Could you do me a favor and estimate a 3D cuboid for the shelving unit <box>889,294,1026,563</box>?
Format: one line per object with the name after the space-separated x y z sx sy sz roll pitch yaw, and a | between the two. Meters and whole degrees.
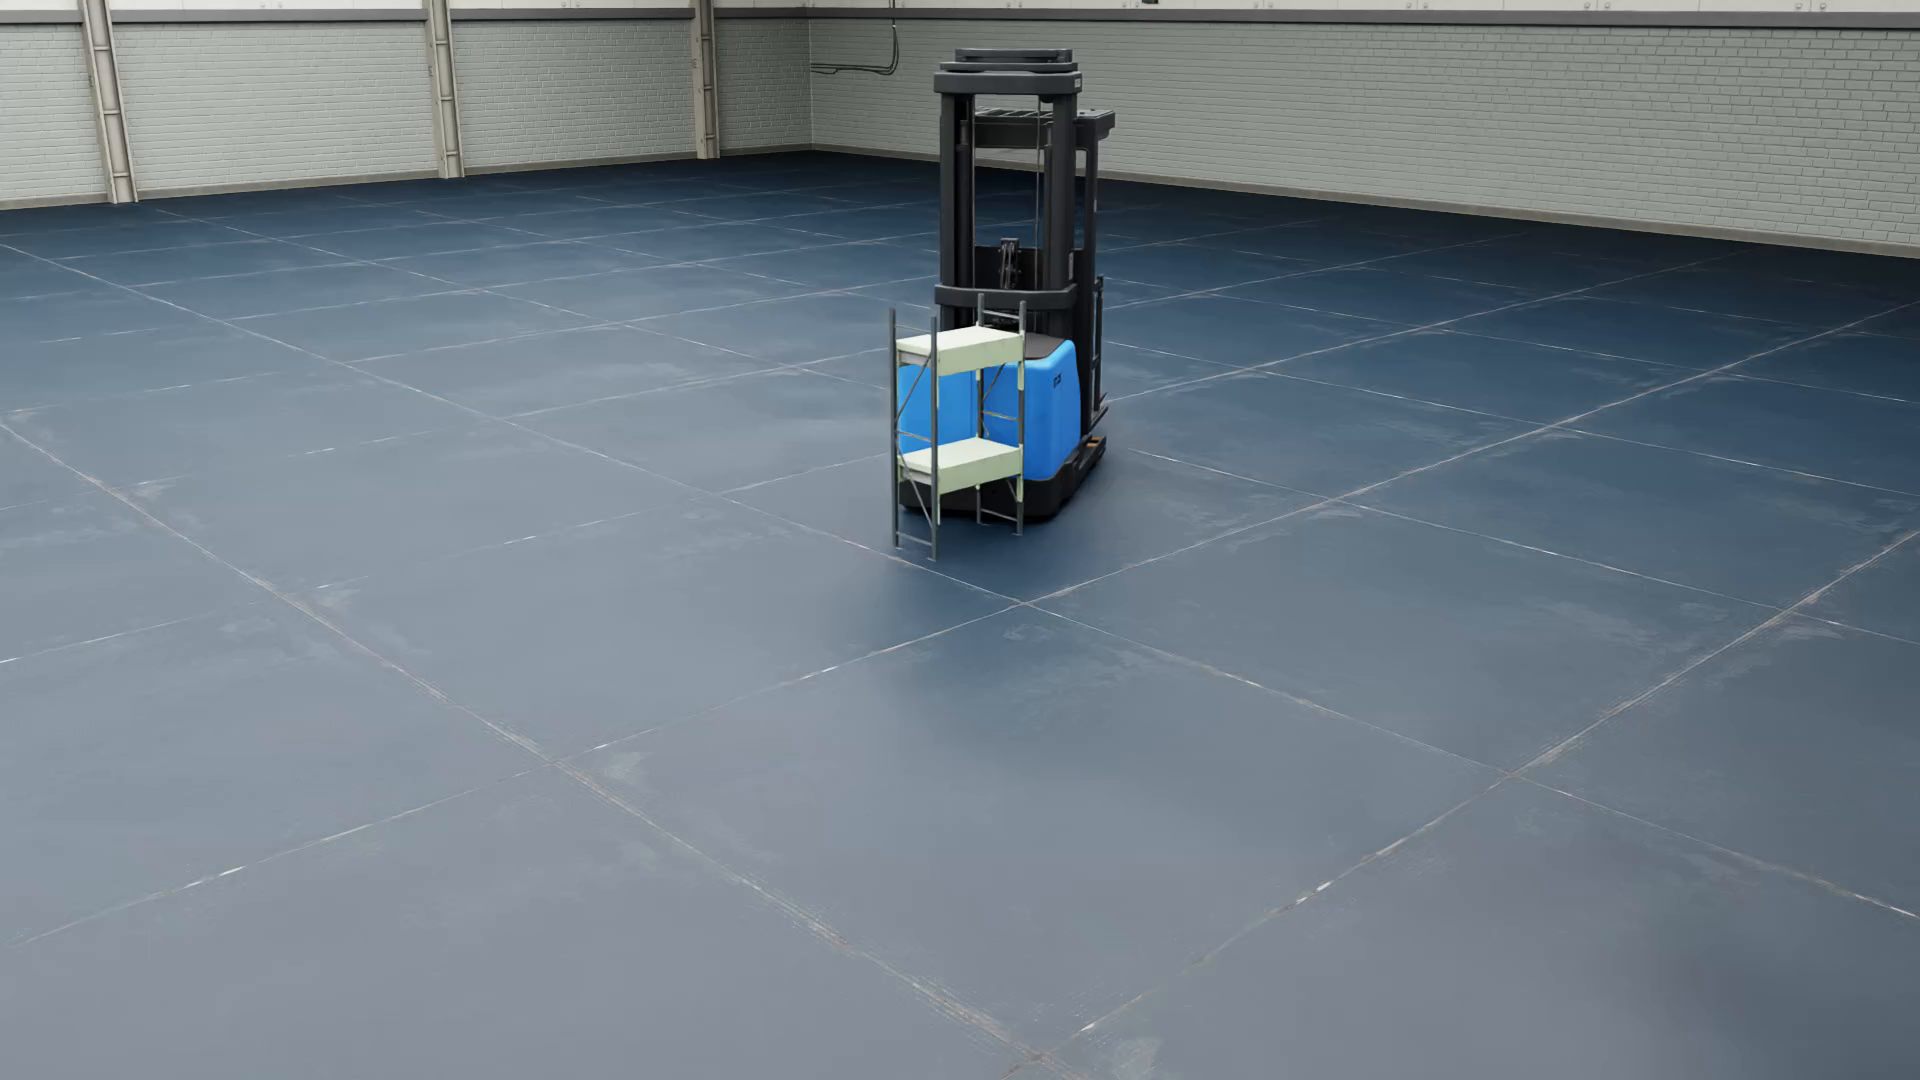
-0.011 -0.697 10.202 0.755 1.500 0.431 -16 24 -41 | shelving unit

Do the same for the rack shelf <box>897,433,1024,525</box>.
-0.011 -0.387 10.303 0.720 0.370 0.431 -16 24 -41 | rack shelf

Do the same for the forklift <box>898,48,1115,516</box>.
0.461 -1.964 11.791 1.130 2.935 3.031 5 19 14 | forklift

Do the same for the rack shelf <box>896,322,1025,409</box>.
-0.011 -1.068 10.082 0.720 0.370 0.431 -16 24 -41 | rack shelf

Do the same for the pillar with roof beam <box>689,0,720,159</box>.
-2.487 -11.585 31.624 0.400 9.000 9.100 -16 24 -41 | pillar with roof beam

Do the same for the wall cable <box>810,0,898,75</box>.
-2.396 -11.400 36.090 0.112 2.526 3.097 -16 24 -41 | wall cable

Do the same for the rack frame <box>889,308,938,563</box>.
-0.277 -0.619 9.963 0.023 1.500 0.400 -16 24 -41 | rack frame

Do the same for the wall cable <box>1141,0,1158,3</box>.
4.115 -12.364 28.515 0.169 6.003 2.305 -16 24 -41 | wall cable

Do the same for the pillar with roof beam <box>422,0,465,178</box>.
-6.847 -10.313 27.703 0.400 9.000 9.100 -16 24 -41 | pillar with roof beam

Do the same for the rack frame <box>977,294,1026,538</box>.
0.255 -0.774 10.441 0.023 1.500 0.400 -16 24 -41 | rack frame

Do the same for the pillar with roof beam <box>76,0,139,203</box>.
-11.206 -9.042 23.782 0.400 9.000 9.100 -16 24 -41 | pillar with roof beam
